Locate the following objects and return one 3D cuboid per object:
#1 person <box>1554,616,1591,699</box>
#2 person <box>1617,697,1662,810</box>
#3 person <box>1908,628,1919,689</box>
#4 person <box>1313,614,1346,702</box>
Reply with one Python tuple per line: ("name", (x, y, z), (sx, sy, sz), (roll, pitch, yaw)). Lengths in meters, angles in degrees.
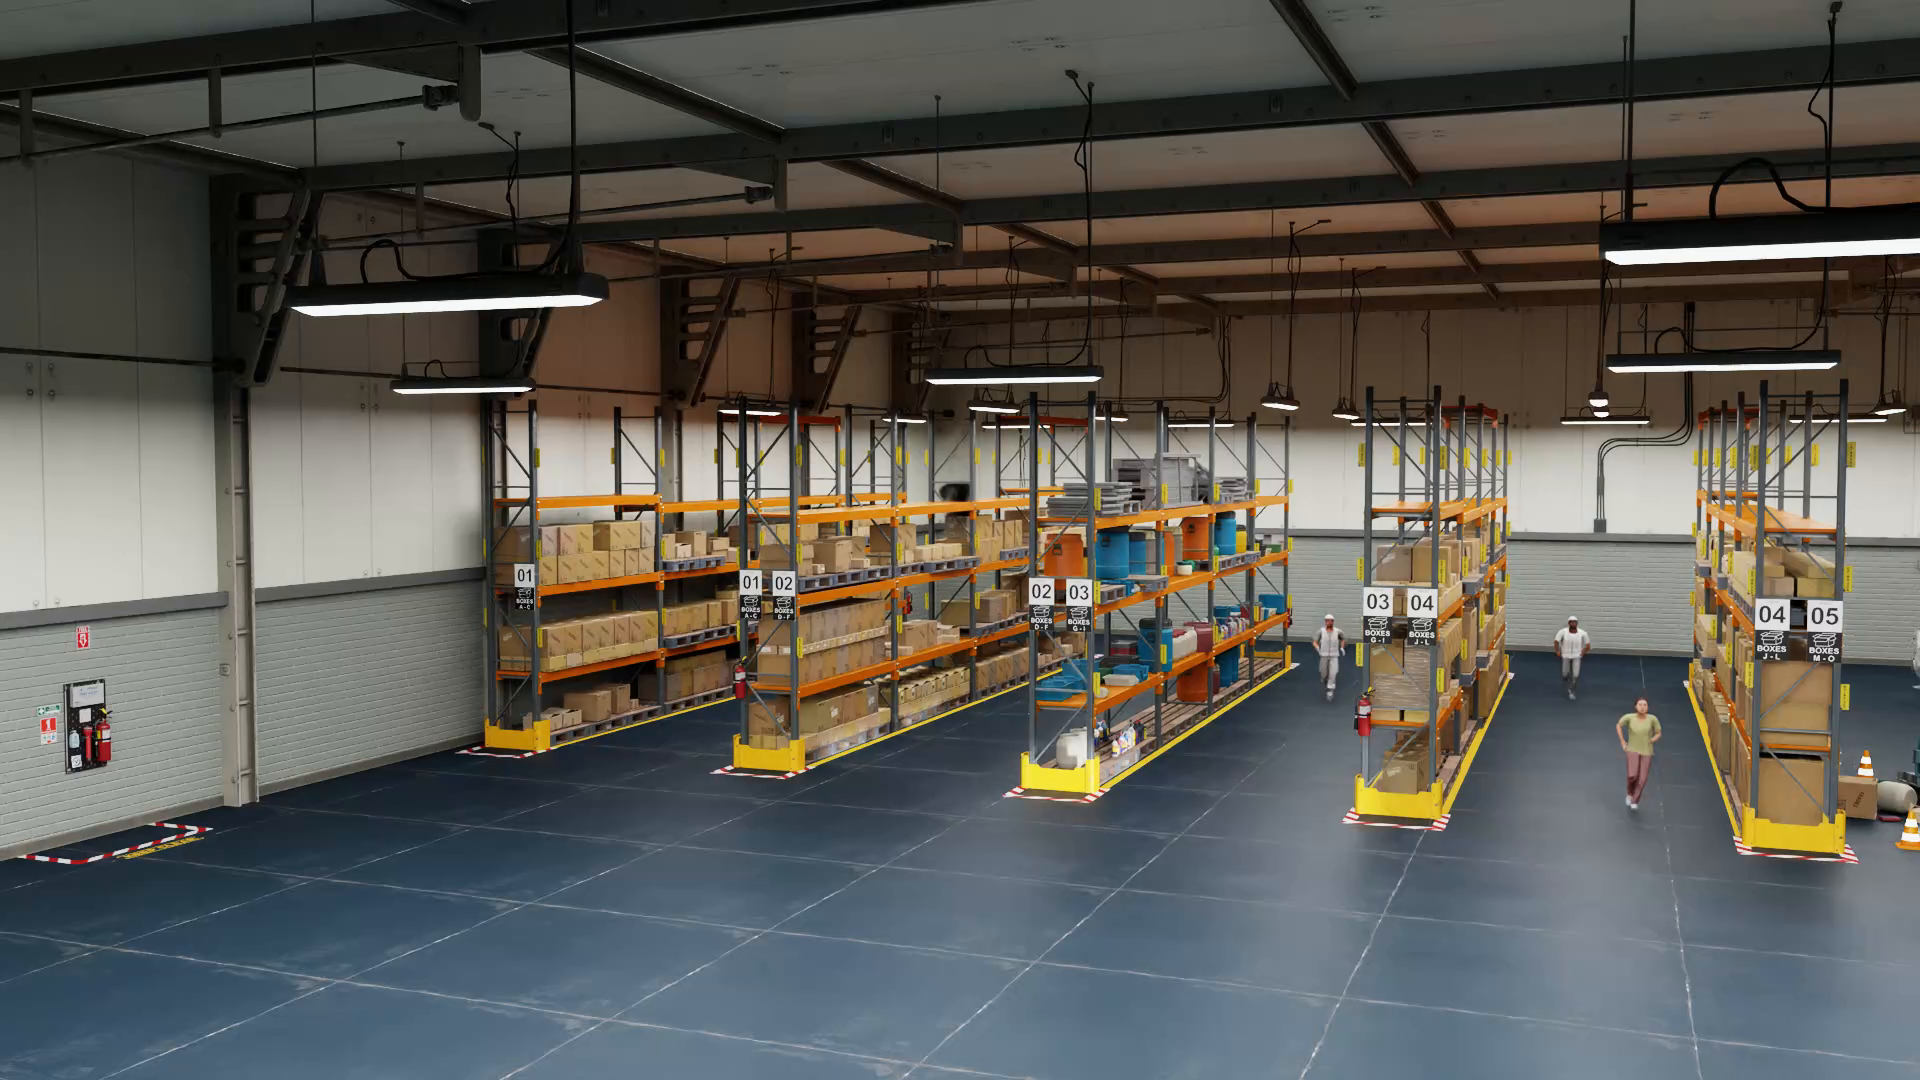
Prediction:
("person", (12.791, 2.441, 34.743), (0.721, 1.716, 0.658), (1, 3, 21))
("person", (9.602, 3.020, 23.492), (0.580, 1.626, 0.591), (1, 3, 15))
("person", (20.808, 2.368, 35.824), (0.620, 1.733, 0.678), (1, 3, 22))
("person", (7.642, 2.420, 34.400), (0.665, 1.767, 0.904), (1, 3, 10))
